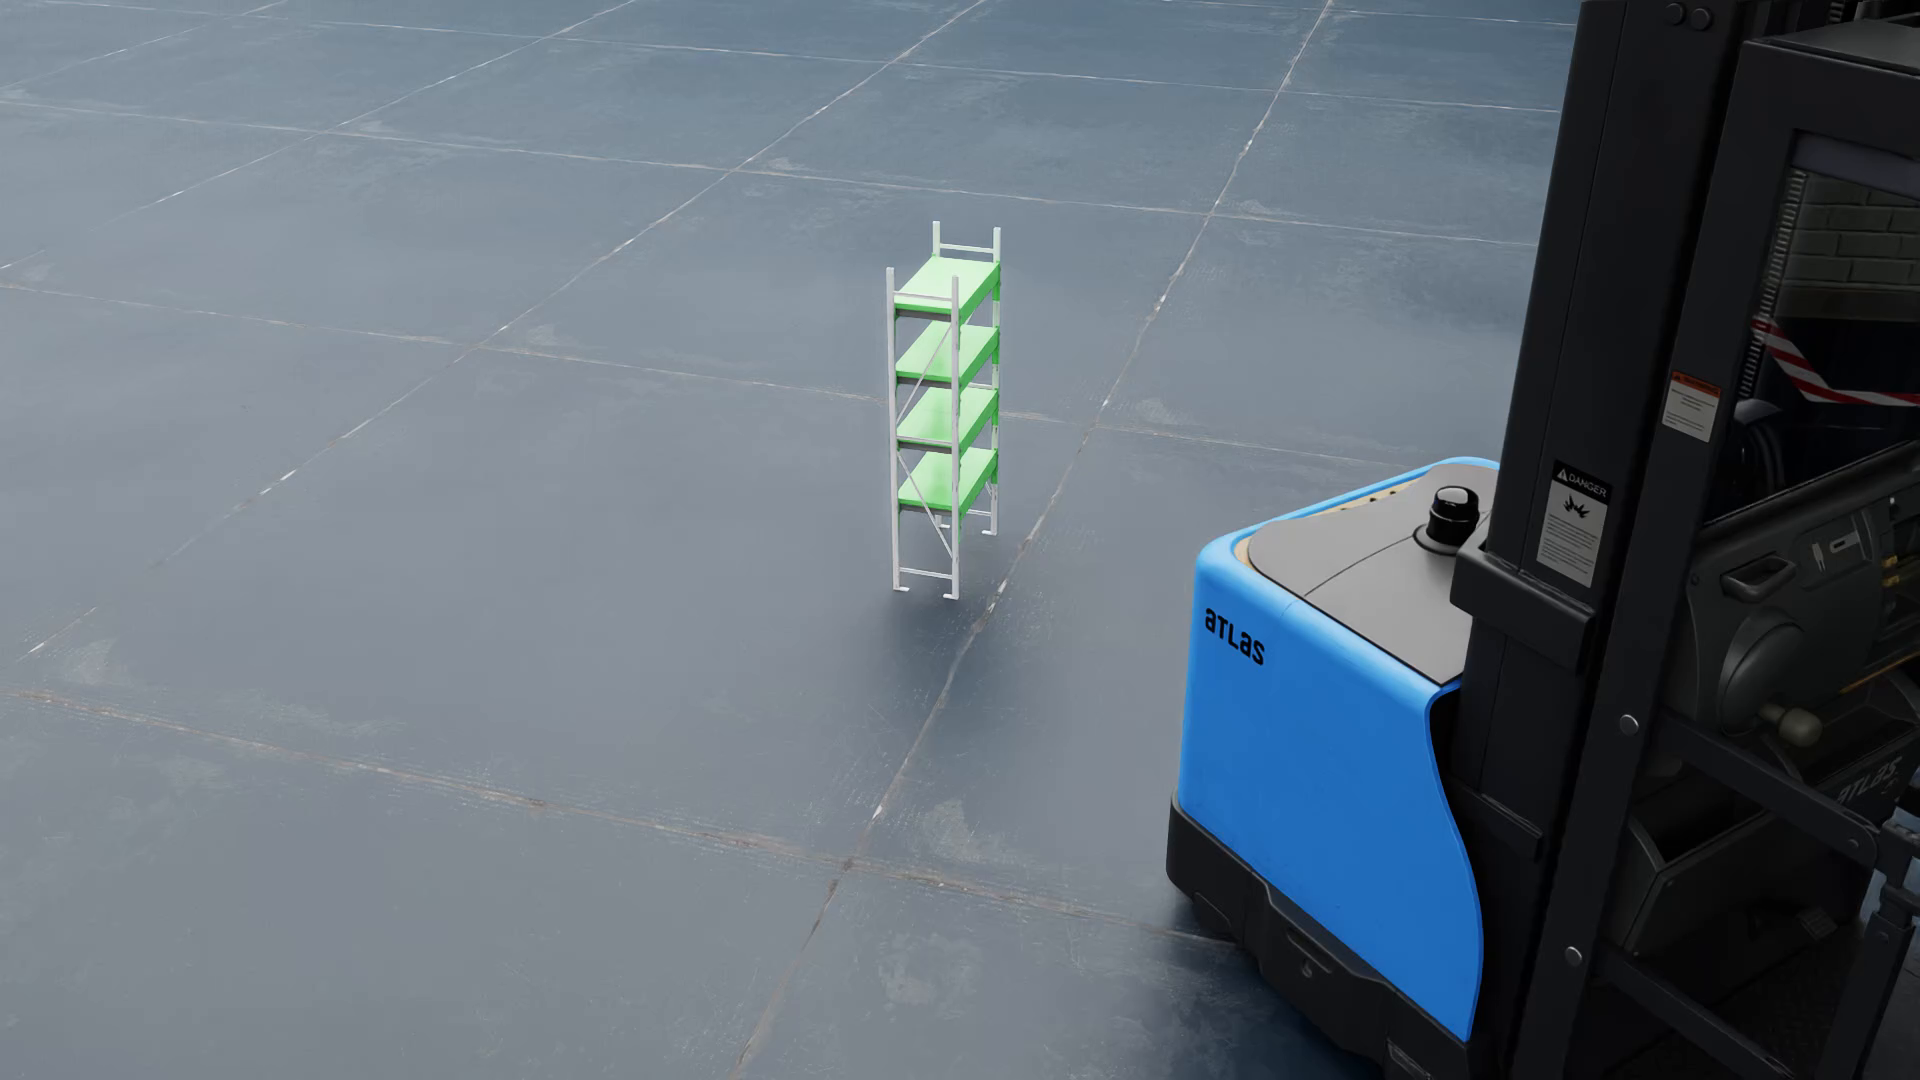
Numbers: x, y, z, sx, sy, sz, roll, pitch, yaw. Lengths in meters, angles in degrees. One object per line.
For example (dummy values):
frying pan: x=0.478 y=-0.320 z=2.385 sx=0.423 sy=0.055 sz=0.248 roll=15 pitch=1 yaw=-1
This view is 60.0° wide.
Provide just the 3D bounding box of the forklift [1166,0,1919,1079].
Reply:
forklift: x=1.778 y=0.141 z=2.982 sx=1.130 sy=2.935 sz=3.031 roll=-17 pitch=34 yaw=-28

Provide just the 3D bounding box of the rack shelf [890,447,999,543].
rack shelf: x=-0.049 y=-0.182 z=5.968 sx=0.258 sy=0.148 sz=0.480 roll=8 pitch=30 yaw=15

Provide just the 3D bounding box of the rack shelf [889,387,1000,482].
rack shelf: x=-0.049 y=-0.392 z=5.851 sx=0.258 sy=0.148 sz=0.480 roll=8 pitch=30 yaw=15

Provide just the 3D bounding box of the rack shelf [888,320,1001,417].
rack shelf: x=-0.049 y=-0.601 z=5.734 sx=0.258 sy=0.148 sz=0.480 roll=8 pitch=30 yaw=15

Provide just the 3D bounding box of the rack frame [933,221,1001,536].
rack frame: x=0.023 y=-0.561 z=6.024 sx=0.240 sy=1.200 sz=0.015 roll=8 pitch=30 yaw=15

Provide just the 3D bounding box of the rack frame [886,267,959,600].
rack frame: x=-0.120 y=-0.334 z=5.616 sx=0.240 sy=1.200 sz=0.015 roll=8 pitch=30 yaw=15

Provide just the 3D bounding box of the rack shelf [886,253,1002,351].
rack shelf: x=-0.049 y=-0.811 z=5.618 sx=0.258 sy=0.148 sz=0.480 roll=8 pitch=30 yaw=15

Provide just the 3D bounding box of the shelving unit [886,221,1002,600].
shelving unit: x=-0.049 y=-0.447 z=5.820 sx=0.258 sy=1.200 sz=0.503 roll=8 pitch=30 yaw=15
